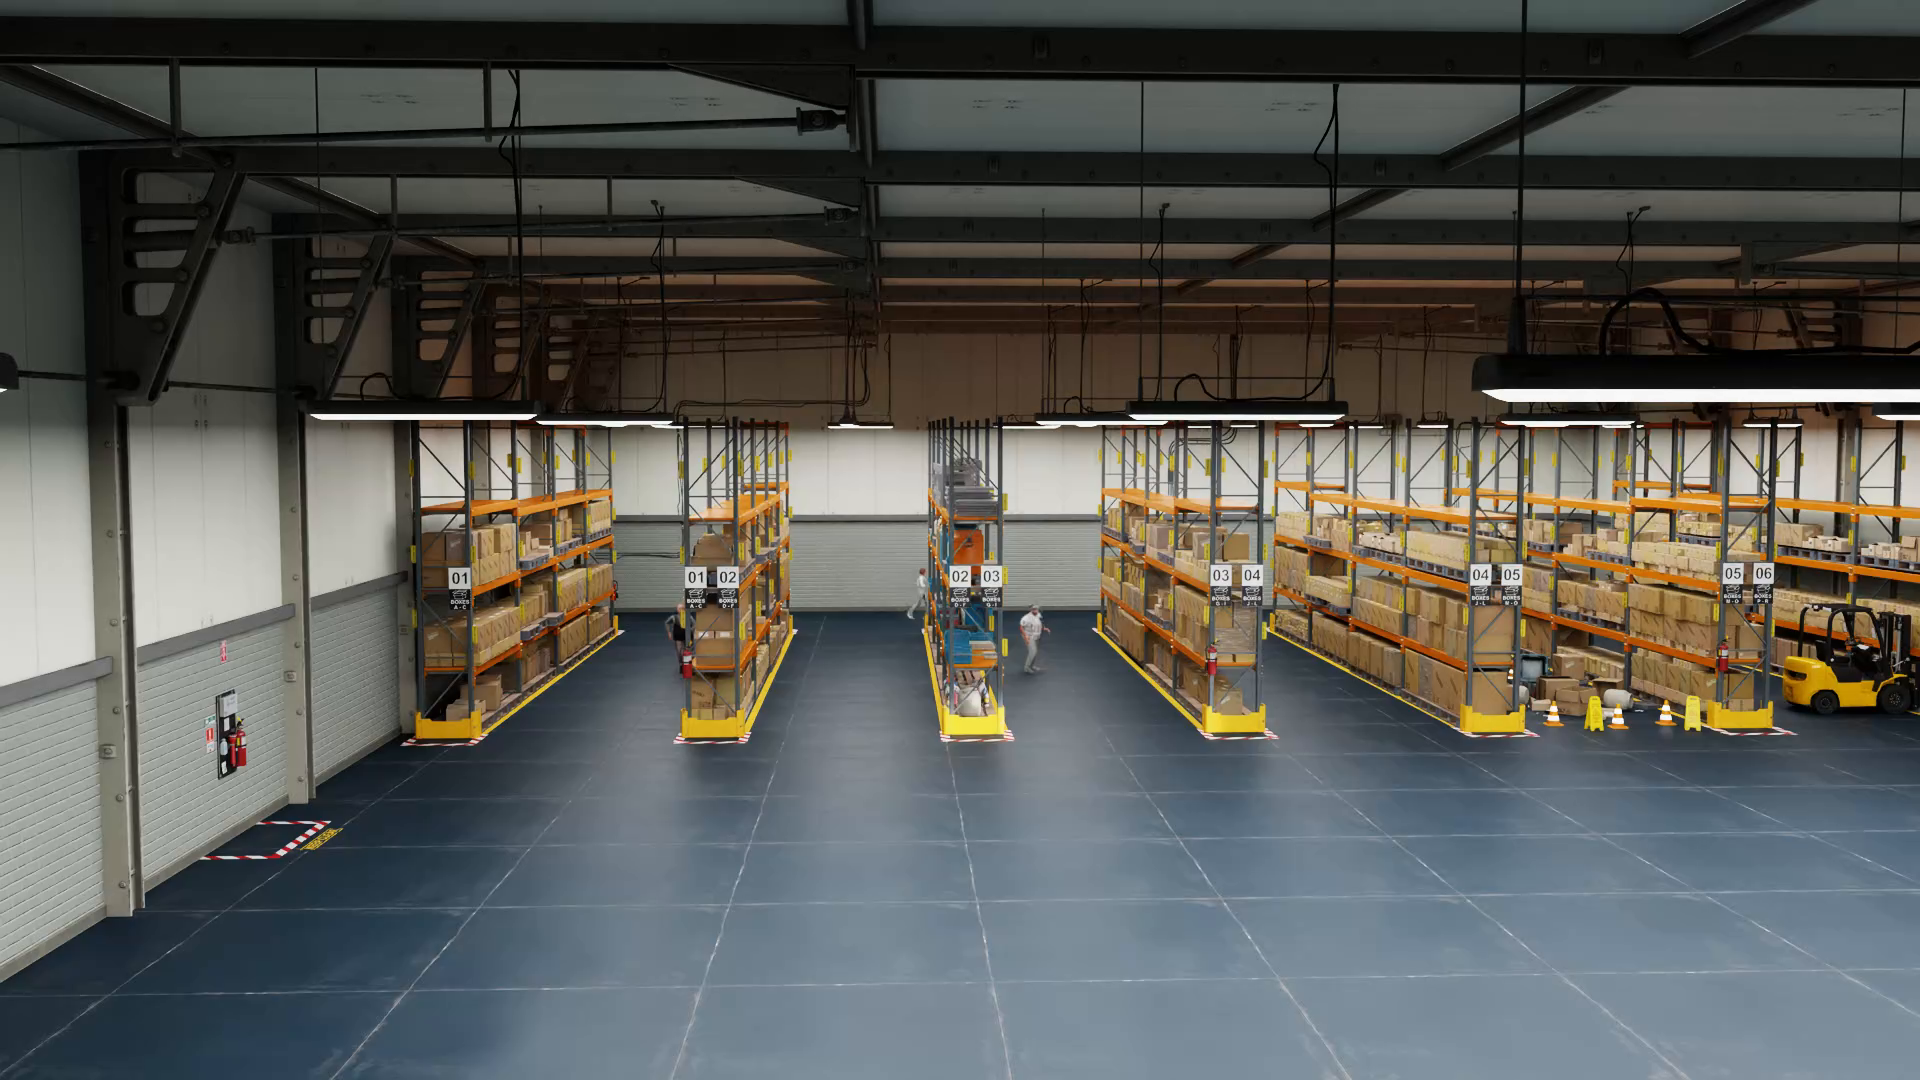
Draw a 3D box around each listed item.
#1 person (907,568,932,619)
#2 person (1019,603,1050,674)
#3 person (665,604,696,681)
[{"bbox_3d":[-1.177,1.634,50.072,0.861,1.609,0.540,1,4,13],"label":"person"},{"bbox_3d":[1.762,2.325,39.480,0.806,1.713,0.717,3,5,40],"label":"person"},{"bbox_3d":[-6.440,2.369,38.506,0.750,1.777,0.718,-1,4,-9],"label":"person"}]
